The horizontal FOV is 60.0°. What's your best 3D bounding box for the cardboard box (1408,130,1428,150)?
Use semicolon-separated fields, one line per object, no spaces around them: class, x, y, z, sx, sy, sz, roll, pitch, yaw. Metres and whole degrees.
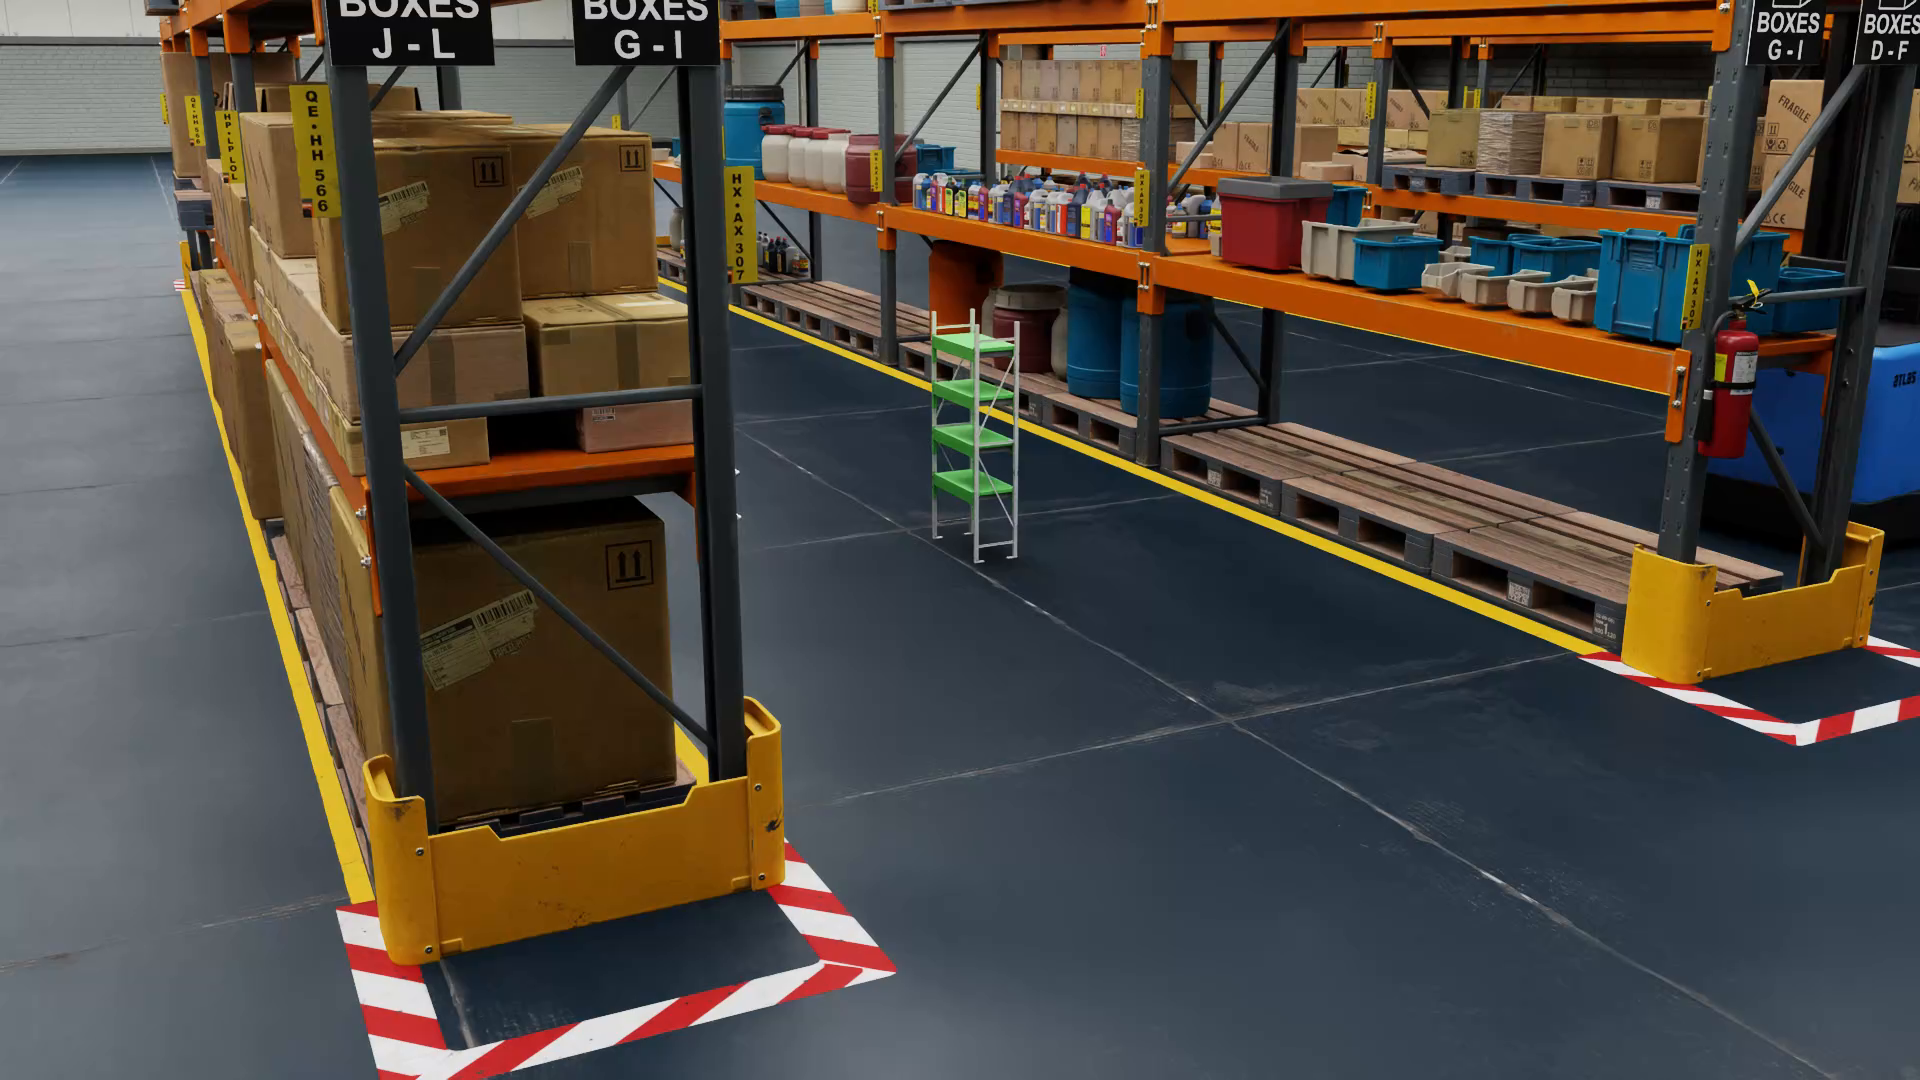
cardboard box;6.284;-5.284;21.961;0.500;0.250;0.500;-8;18;-25

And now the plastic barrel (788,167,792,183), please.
plastic barrel;-1.489;-3.531;15.867;0.301;0.262;0.301;0;16;0

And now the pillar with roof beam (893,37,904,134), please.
pillar with roof beam;-5.449;-12.891;37.356;9.100;9.000;0.400;-8;18;-25

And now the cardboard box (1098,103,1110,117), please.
cardboard box;1.872;-5.134;19.846;0.380;0.149;0.250;-8;18;-25

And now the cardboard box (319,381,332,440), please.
cardboard box;-1.803;-0.425;5.248;0.380;0.149;0.250;-8;18;-25

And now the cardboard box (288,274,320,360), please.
cardboard box;-2.022;-0.781;5.766;0.500;0.250;0.500;-8;18;-27

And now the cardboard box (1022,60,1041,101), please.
cardboard box;1.222;-5.945;21.495;0.700;0.500;0.500;-8;18;-26

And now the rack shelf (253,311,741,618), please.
rack shelf;-2.003;-0.520;6.429;1.077;0.370;4.000;-8;18;-25

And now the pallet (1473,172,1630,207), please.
pallet;5.132;-2.976;14.030;1.003;0.211;1.213;-8;18;-25

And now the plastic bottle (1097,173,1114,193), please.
plastic bottle;1.054;-2.473;12.019;0.144;0.351;0.185;-8;18;-25

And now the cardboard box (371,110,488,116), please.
cardboard box;-2.437;-1.711;7.649;0.500;0.500;0.500;-7;17;-23

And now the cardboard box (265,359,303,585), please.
cardboard box;-2.662;-0.369;7.689;0.875;0.875;0.875;-8;18;-25

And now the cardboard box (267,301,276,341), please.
cardboard box;-2.701;-0.932;7.016;0.380;0.149;0.250;-8;18;-26

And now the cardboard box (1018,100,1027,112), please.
cardboard box;0.975;-5.643;21.619;0.380;0.149;0.250;-8;18;-25

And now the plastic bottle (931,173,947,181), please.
plastic bottle;-0.143;-2.764;13.171;0.152;0.276;0.135;-8;18;-25

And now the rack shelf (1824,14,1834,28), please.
rack shelf;6.904;-3.158;10.183;1.077;0.370;4.000;-8;18;-25

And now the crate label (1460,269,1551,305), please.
crate label;2.548;-1.191;7.831;0.396;0.136;0.243;-8;18;-25

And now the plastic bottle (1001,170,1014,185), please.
plastic bottle;0.382;-2.847;13.446;0.061;0.283;0.133;-8;18;-25

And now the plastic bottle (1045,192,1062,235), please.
plastic bottle;0.670;-2.208;11.233;0.152;0.276;0.135;-8;18;-25

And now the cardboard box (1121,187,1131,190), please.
cardboard box;1.915;-3.996;20.102;0.500;0.500;0.500;-8;18;-25

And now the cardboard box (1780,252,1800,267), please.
cardboard box;8.931;-3.120;17.320;0.750;0.750;0.750;-8;18;-26

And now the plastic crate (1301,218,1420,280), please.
plastic crate;2.077;-1.531;8.755;0.437;0.282;0.530;-8;18;-25

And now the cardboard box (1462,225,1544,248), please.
cardboard box;4.925;-2.703;15.107;0.500;0.250;0.500;-7;17;-23

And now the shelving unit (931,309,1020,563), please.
shelving unit;0.072;-0.536;8.442;0.258;1.200;0.503;-8;18;-25

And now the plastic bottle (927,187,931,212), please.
plastic bottle;-0.211;-2.654;12.921;0.097;0.201;0.097;0;16;0

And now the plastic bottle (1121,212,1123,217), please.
plastic bottle;1.031;-1.989;10.605;0.097;0.201;0.097;0;16;0

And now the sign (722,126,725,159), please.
sign;-2.431;-4.013;16.796;0.100;0.325;0.005;-8;18;-25

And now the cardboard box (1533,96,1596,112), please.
cardboard box;7.405;-5.131;20.213;0.700;0.500;0.500;-6;17;-19

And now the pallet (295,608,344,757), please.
pallet;-2.078;0.480;6.697;1.003;0.211;1.213;-8;18;-25

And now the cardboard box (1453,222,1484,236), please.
cardboard box;6.713;-4.120;22.008;0.380;0.166;0.250;-10;19;-32

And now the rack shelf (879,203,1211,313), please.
rack shelf;0.697;-2.110;11.971;1.077;0.370;4.000;-8;18;-25

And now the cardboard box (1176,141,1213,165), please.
cardboard box;2.778;-4.353;18.752;0.500;0.250;0.500;-6;17;-21

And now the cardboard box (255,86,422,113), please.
cardboard box;-3.166;-2.049;8.454;0.797;0.503;0.637;-8;18;-26

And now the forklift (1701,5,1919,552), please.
forklift;5.406;-1.634;9.130;3.031;2.935;1.130;-11;19;-33

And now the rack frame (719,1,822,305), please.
rack frame;-1.931;-3.944;17.056;1.000;3.000;0.127;-8;18;-25

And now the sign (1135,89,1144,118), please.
sign;2.025;-4.928;18.773;0.100;0.325;0.005;-8;18;-25

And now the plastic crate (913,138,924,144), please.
plastic crate;-0.612;-3.420;15.116;0.402;0.464;0.583;-8;18;-25

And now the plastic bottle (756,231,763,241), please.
plastic bottle;-2.262;-3.331;18.924;0.144;0.351;0.185;-7;17;-23

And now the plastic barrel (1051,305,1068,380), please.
plastic barrel;0.873;-1.430;12.043;0.421;0.512;0.421;0;16;0

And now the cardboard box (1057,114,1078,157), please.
cardboard box;1.644;-5.081;20.836;0.700;0.500;0.500;-7;17;-23

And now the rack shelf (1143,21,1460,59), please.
rack shelf;3.399;-5.142;17.096;1.077;0.370;4.000;-8;18;-25

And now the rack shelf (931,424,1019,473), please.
rack shelf;0.073;-0.474;8.460;0.258;0.148;0.480;-8;18;-25

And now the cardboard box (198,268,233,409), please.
cardboard box;-4.348;-1.360;11.144;1.225;0.875;0.875;-9;18;-27

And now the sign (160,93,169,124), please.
sign;-8.624;-4.688;18.078;0.100;0.325;0.005;-8;18;-25

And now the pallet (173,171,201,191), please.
pallet;-6.180;-3.046;14.275;1.003;0.211;1.213;-8;18;-25

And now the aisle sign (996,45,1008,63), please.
aisle sign;0.467;-6.762;22.164;0.394;0.787;0.004;-8;18;-25

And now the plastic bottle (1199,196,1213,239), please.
plastic bottle;1.628;-2.124;10.949;0.097;0.271;0.097;0;16;0

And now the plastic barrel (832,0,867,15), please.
plastic barrel;-0.946;-4.615;14.206;0.301;0.262;0.301;0;16;0

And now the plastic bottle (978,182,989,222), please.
plastic bottle;0.185;-2.458;12.088;0.061;0.283;0.133;-8;18;-25

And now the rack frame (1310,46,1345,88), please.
rack frame;5.222;-6.133;24.684;1.000;3.000;0.127;-8;18;-25

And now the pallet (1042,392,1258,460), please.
pallet;1.273;-0.816;11.212;1.003;0.211;1.213;-8;18;-25
